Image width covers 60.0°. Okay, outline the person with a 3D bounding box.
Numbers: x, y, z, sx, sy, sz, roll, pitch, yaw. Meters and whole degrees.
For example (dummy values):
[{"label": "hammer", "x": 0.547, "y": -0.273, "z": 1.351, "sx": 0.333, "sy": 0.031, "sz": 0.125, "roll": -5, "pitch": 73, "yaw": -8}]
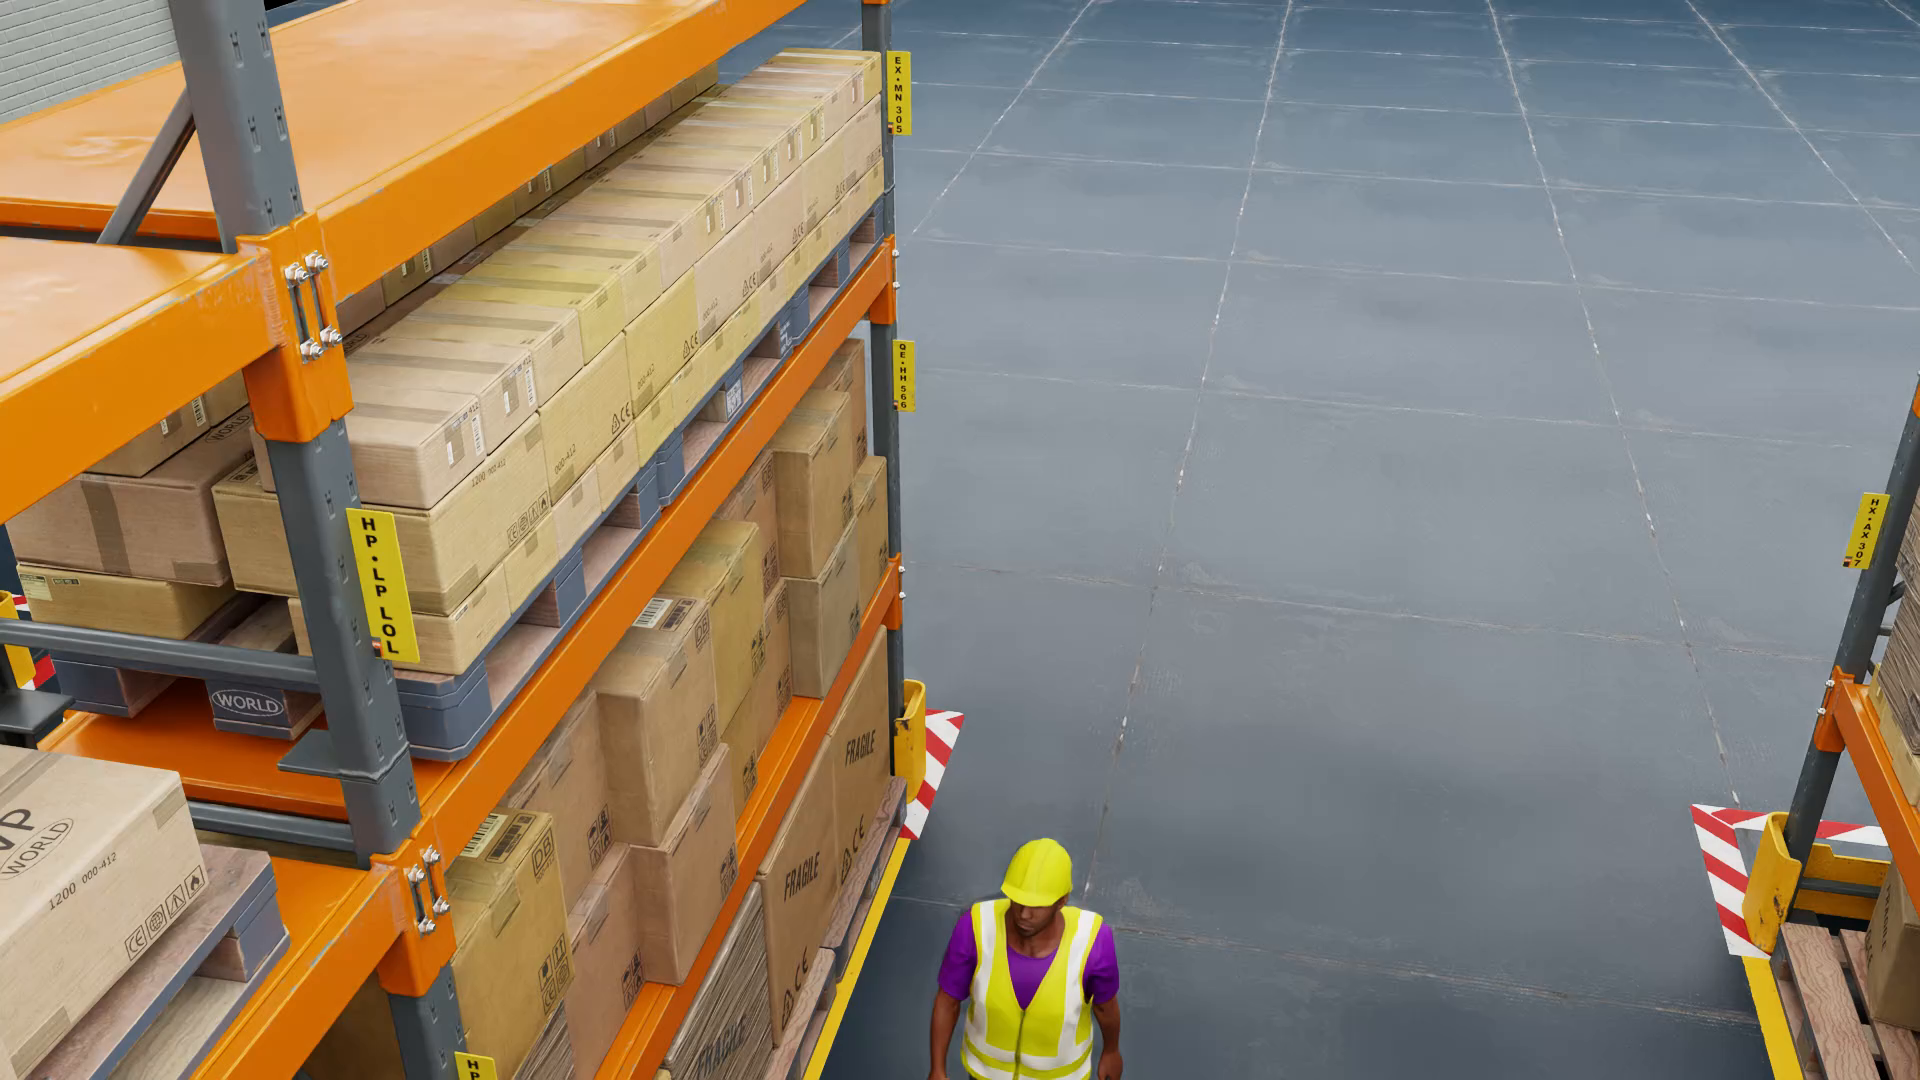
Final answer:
[{"label": "person", "x": 0.203, "y": 1.728, "z": 5.445, "sx": 0.605, "sy": 1.719, "sz": 1.076, "roll": 8, "pitch": 30, "yaw": 14}]
